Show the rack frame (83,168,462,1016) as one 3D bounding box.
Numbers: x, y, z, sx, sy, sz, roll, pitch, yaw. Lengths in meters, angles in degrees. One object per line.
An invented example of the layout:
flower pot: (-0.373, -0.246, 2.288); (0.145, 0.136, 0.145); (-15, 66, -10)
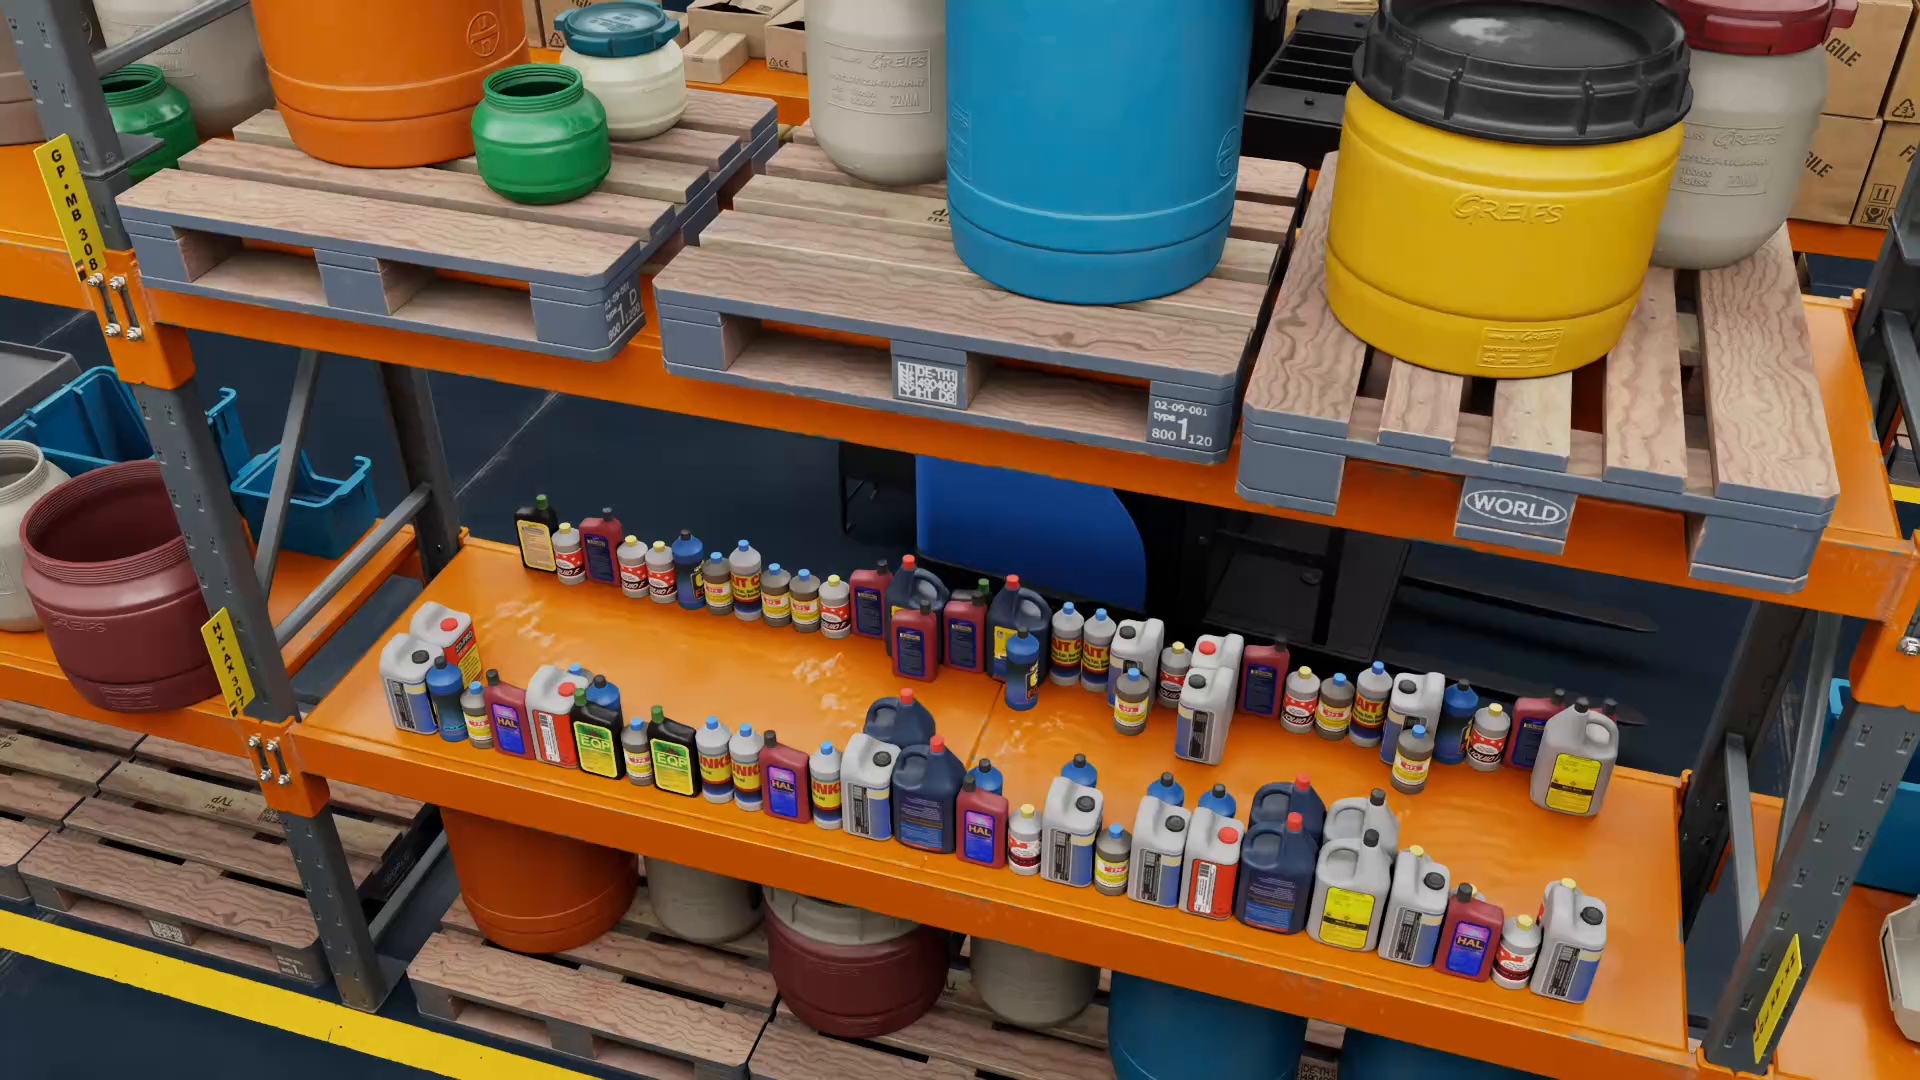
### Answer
rack frame: (-1.873, 0.095, 5.090); (0.127, 3.000, 1.000); (10, 38, 14)

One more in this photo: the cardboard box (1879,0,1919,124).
cardboard box: (4.284, -2.109, 7.157); (0.500, 0.500, 0.500); (9, 37, 12)

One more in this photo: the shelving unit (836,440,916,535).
shelving unit: (-0.248, -0.924, 7.234); (0.503, 2.100, 0.431); (14, 39, 18)

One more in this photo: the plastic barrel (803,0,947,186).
plastic barrel: (-0.136, -1.108, 3.726); (0.433, 0.535, 0.433); (0, 36, 0)

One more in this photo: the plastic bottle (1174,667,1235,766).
plastic bottle: (0.688, 0.477, 4.675); (0.135, 0.276, 0.152); (10, 38, 14)

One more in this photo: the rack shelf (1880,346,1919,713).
rack shelf: (3.854, 0.238, 2.973); (4.000, 0.370, 1.077); (10, 38, 14)

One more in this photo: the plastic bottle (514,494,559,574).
plastic bottle: (-1.360, -0.027, 5.355); (0.133, 0.283, 0.061); (10, 38, 14)

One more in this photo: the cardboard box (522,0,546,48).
cardboard box: (-2.501, -3.127, 9.384); (0.500, 0.500, 0.500); (11, 38, 14)

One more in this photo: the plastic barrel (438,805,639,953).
plastic barrel: (-1.401, 0.877, 5.504); (0.708, 0.830, 0.600); (10, 38, 14)

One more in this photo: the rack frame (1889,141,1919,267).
rack frame: (1.945, -1.614, 2.351); (0.127, 3.000, 1.000); (10, 38, 14)

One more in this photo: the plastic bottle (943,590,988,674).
plastic bottle: (0.017, 0.265, 4.958); (0.133, 0.283, 0.061); (10, 38, 14)

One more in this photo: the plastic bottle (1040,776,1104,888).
plastic bottle: (0.293, 0.747, 4.309); (0.135, 0.276, 0.152); (10, 38, 14)

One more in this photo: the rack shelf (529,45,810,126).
rack shelf: (-2.301, -2.770, 9.590); (4.000, 0.370, 1.077); (10, 38, 14)

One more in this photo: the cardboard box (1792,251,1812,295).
cardboard box: (4.054, -1.230, 8.628); (0.500, 0.500, 0.500); (10, 38, 14)

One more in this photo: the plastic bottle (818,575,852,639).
plastic bottle: (-0.384, 0.198, 5.119); (0.097, 0.201, 0.097); (0, 36, 0)

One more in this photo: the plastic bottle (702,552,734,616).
plastic bottle: (-0.756, 0.129, 5.212); (0.097, 0.201, 0.097); (0, 36, 0)

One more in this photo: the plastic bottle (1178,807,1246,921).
plastic bottle: (0.642, 0.812, 4.221); (0.135, 0.276, 0.152); (10, 38, 14)

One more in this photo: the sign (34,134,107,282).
sign: (-2.030, -0.758, 3.807); (0.005, 0.325, 0.100); (10, 38, 14)

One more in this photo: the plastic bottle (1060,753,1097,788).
plastic bottle: (0.312, 0.675, 4.411); (0.097, 0.271, 0.097); (0, 36, 0)

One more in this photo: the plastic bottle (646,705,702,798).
plastic bottle: (-0.780, 0.574, 4.538); (0.133, 0.283, 0.061); (10, 38, 14)

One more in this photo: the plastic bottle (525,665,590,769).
plastic bottle: (-1.115, 0.487, 4.663); (0.135, 0.276, 0.152); (10, 38, 14)

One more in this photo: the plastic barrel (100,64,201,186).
plastic barrel: (-2.124, -1.065, 4.267); (0.294, 0.245, 0.294); (0, 36, 0)

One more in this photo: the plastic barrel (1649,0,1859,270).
plastic barrel: (1.517, -0.864, 3.394); (0.433, 0.535, 0.433); (0, 36, 0)

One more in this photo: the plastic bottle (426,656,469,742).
plastic bottle: (-1.454, 0.443, 4.727); (0.097, 0.271, 0.097); (0, 36, 0)

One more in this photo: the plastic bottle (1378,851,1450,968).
plastic bottle: (1.124, 0.901, 4.100); (0.135, 0.276, 0.152); (10, 38, 14)

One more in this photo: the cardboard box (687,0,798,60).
cardboard box: (-1.188, -2.938, 9.287); (0.500, 0.311, 0.500); (10, 38, 13)

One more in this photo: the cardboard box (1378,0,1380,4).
cardboard box: (2.365, -2.505, 8.184); (0.500, 0.500, 0.700); (16, 39, 21)

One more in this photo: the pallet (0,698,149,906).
pallet: (-3.761, 0.843, 6.427); (1.213, 0.211, 1.003); (10, 38, 14)

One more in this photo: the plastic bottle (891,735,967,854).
plastic bottle: (-0.081, 0.650, 4.378); (0.185, 0.351, 0.144); (10, 38, 14)

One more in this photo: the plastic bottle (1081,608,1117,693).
plastic bottle: (0.409, 0.316, 4.898); (0.097, 0.271, 0.097); (0, 36, 0)

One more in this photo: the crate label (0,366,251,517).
crate label: (-2.741, -0.247, 5.526); (0.616, 0.435, 0.502); (10, 38, 14)

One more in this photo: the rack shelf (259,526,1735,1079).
rack shelf: (0.036, 0.739, 4.823); (4.000, 0.370, 1.077); (10, 38, 14)

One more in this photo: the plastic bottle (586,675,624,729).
plastic bottle: (-0.994, 0.490, 4.662); (0.097, 0.271, 0.097); (0, 36, 0)

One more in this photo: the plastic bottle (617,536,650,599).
plastic bottle: (-1.035, 0.077, 5.282); (0.097, 0.201, 0.097); (0, 36, 0)

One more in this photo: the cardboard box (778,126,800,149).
cardboard box: (-0.805, -2.253, 9.773); (0.500, 0.311, 0.500); (12, 38, 15)

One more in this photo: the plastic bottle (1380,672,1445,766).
plastic bottle: (1.268, 0.490, 4.658); (0.135, 0.276, 0.152); (10, 38, 14)

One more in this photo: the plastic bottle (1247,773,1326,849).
plastic bottle: (0.837, 0.731, 4.268); (0.185, 0.351, 0.144); (10, 38, 14)

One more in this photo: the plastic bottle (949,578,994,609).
plastic bottle: (0.035, 0.231, 5.004); (0.133, 0.283, 0.061); (10, 38, 14)

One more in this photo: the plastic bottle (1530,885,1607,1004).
plastic bottle: (1.473, 0.966, 4.012); (0.135, 0.276, 0.152); (10, 38, 14)

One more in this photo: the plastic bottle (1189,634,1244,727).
plastic bottle: (0.733, 0.391, 4.792); (0.135, 0.276, 0.152); (10, 38, 14)

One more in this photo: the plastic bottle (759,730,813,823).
plastic bottle: (-0.467, 0.632, 4.459); (0.133, 0.283, 0.061); (10, 38, 14)

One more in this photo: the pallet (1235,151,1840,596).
pallet: (1.168, -0.413, 3.409); (1.003, 0.211, 1.213); (10, 38, 14)

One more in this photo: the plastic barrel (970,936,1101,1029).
plastic barrel: (0.243, 1.254, 5.260); (0.421, 0.512, 0.421); (0, 36, 0)

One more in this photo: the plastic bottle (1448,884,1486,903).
plastic bottle: (1.244, 0.933, 4.120); (0.097, 0.201, 0.097); (0, 36, 0)

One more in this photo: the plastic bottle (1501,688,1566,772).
plastic bottle: (1.595, 0.520, 4.612); (0.133, 0.283, 0.061); (10, 38, 14)

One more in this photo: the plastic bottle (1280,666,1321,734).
plastic bottle: (0.979, 0.450, 4.776); (0.097, 0.201, 0.097); (0, 36, 0)

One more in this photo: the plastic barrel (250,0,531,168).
plastic barrel: (-1.332, -1.353, 3.810); (0.708, 0.830, 0.600); (10, 38, 14)

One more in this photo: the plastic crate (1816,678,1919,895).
plastic crate: (2.492, 0.674, 4.266); (0.575, 0.384, 0.392); (10, 38, 14)

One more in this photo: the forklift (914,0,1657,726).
forklift: (1.368, -0.814, 6.384); (3.031, 2.935, 1.130); (14, 39, 18)

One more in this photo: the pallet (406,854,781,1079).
pallet: (-1.108, 1.334, 5.759); (1.213, 0.211, 1.003); (10, 38, 14)
